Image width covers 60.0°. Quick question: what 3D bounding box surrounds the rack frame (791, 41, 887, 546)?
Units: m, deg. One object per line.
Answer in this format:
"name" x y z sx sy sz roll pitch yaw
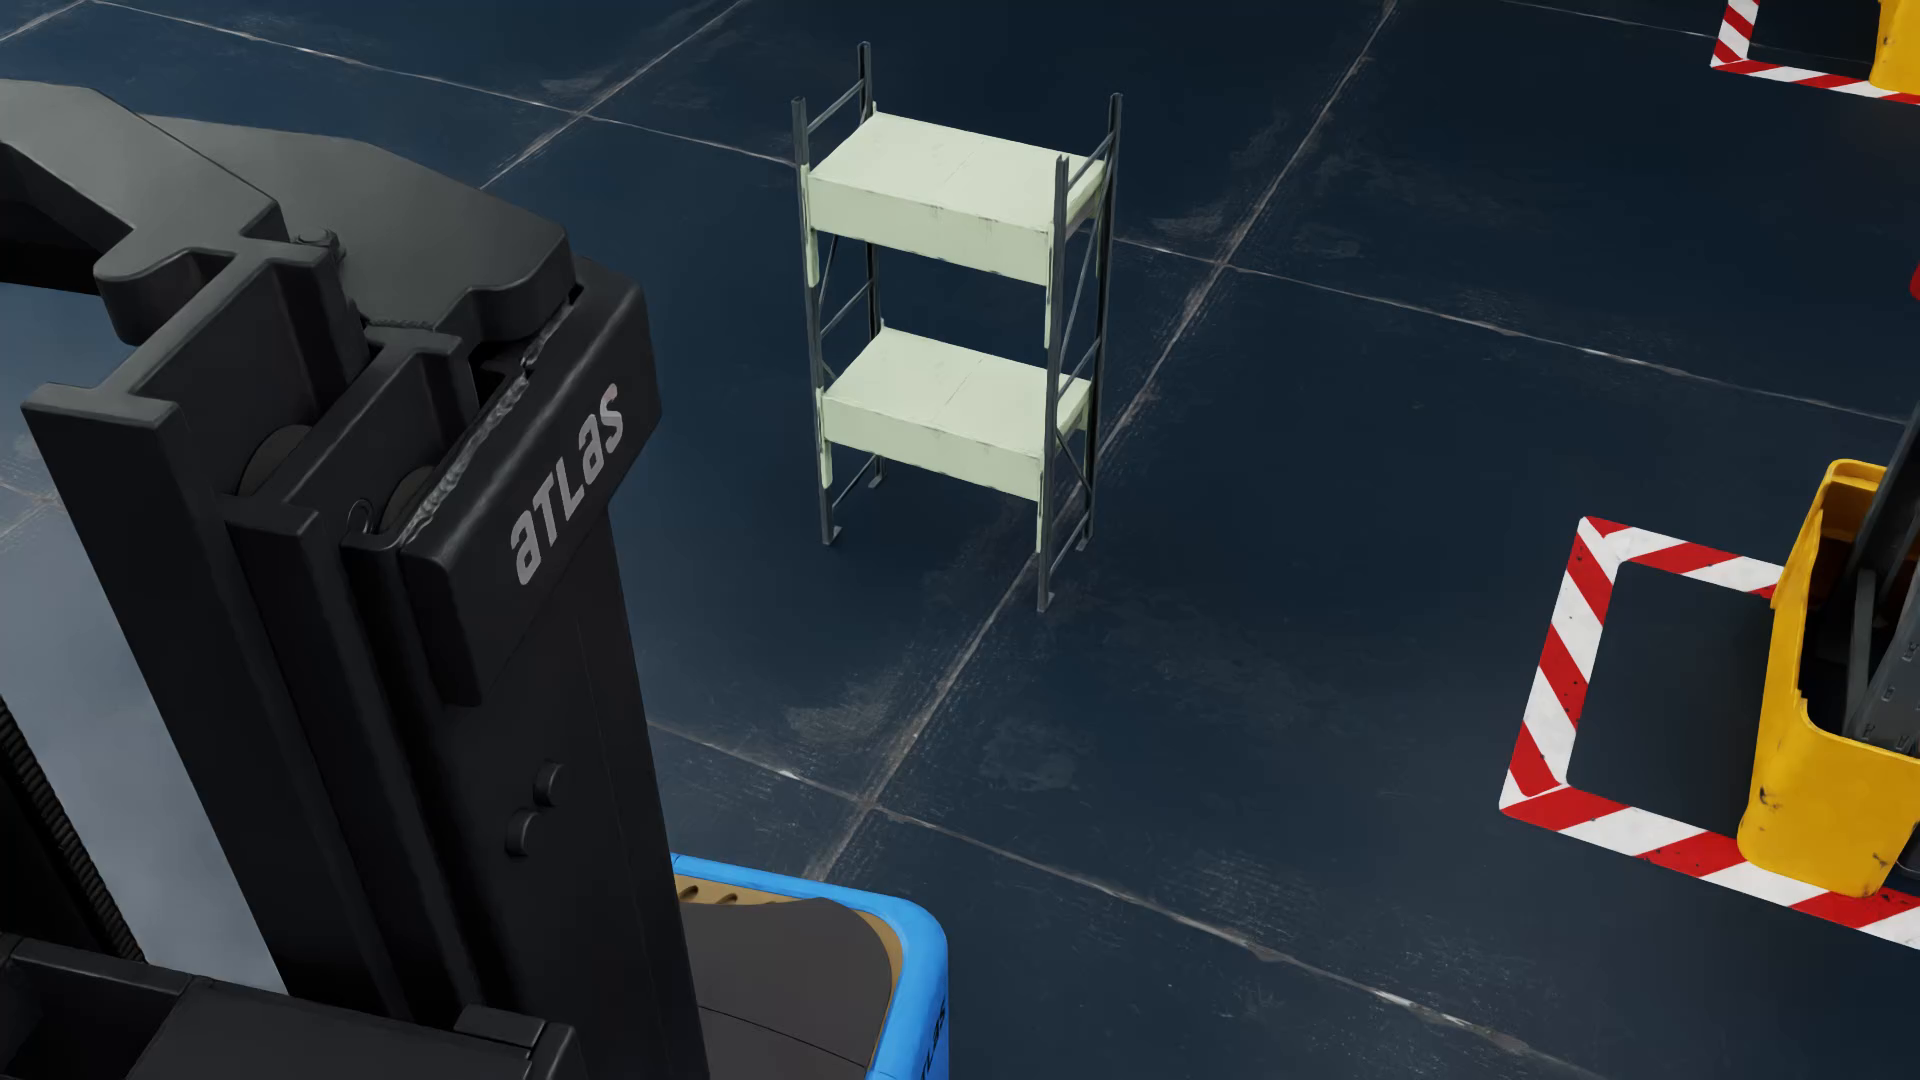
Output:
"rack frame" -0.338 -0.670 4.878 0.023 1.500 0.400 17 44 19

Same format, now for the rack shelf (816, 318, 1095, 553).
"rack shelf" -0.006 -0.322 4.974 0.720 0.370 0.431 17 44 19

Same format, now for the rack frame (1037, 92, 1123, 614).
"rack frame" 0.326 -0.467 4.644 0.023 1.500 0.400 17 44 19

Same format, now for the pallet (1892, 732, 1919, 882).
"pallet" 3.138 0.640 4.350 1.213 0.211 1.003 17 44 19

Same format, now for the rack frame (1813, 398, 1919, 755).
"rack frame" 2.427 -0.601 3.653 0.127 3.000 1.000 17 44 19

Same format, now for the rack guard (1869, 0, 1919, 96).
"rack guard" 4.587 -2.576 7.841 0.348 0.500 1.175 17 44 19

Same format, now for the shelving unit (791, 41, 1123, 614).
"shelving unit" -0.006 -0.569 4.761 0.755 1.500 0.431 17 44 19

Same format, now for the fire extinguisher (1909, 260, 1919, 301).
"fire extinguisher" 2.516 -0.880 4.034 0.183 0.674 0.296 17 44 19

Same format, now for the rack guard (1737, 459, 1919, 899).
"rack guard" 2.405 0.337 4.479 0.348 0.500 1.175 17 44 19

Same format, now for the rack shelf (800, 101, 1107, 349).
"rack shelf" -0.006 -0.863 4.505 0.720 0.370 0.431 17 44 19
